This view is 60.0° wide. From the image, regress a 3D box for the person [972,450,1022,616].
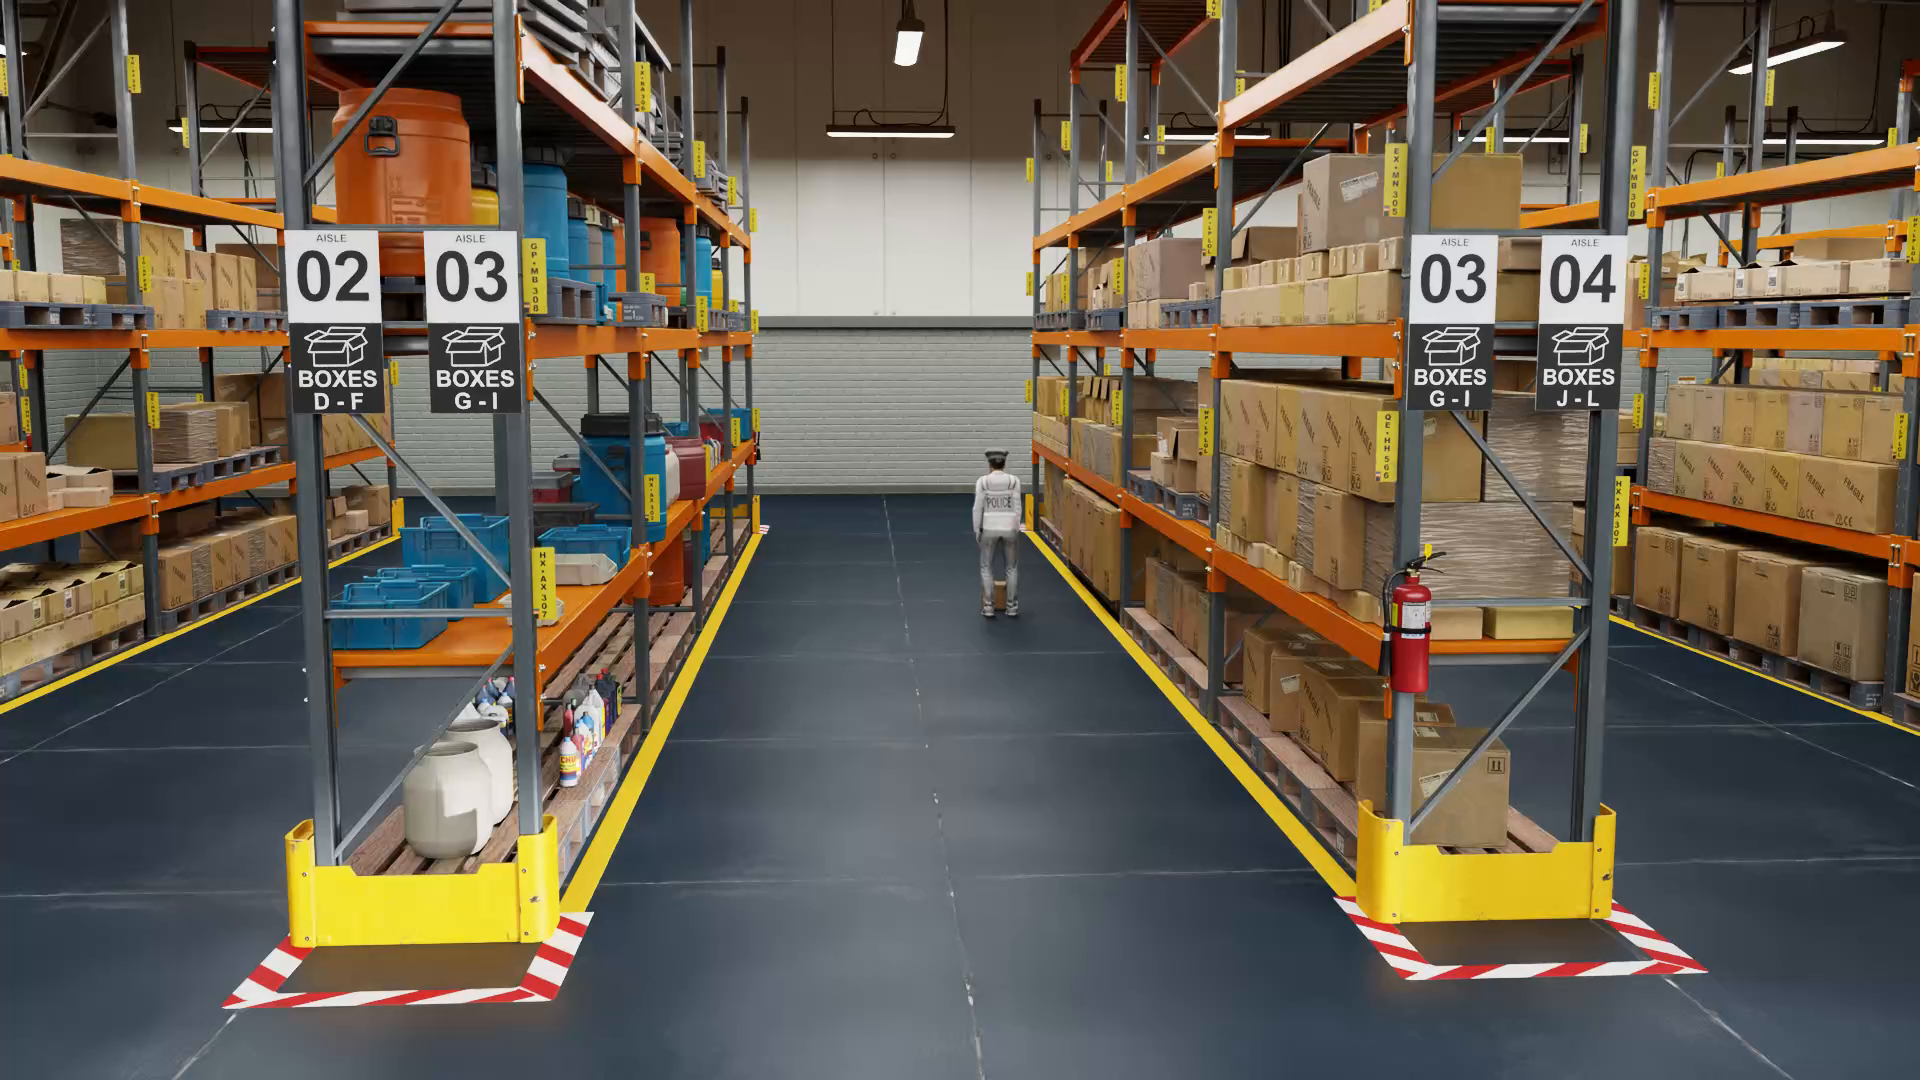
[{"bbox_3d":[0.365,-0.064,16.390,0.488,1.647,0.396,0,7,-2],"label":"person"}]
